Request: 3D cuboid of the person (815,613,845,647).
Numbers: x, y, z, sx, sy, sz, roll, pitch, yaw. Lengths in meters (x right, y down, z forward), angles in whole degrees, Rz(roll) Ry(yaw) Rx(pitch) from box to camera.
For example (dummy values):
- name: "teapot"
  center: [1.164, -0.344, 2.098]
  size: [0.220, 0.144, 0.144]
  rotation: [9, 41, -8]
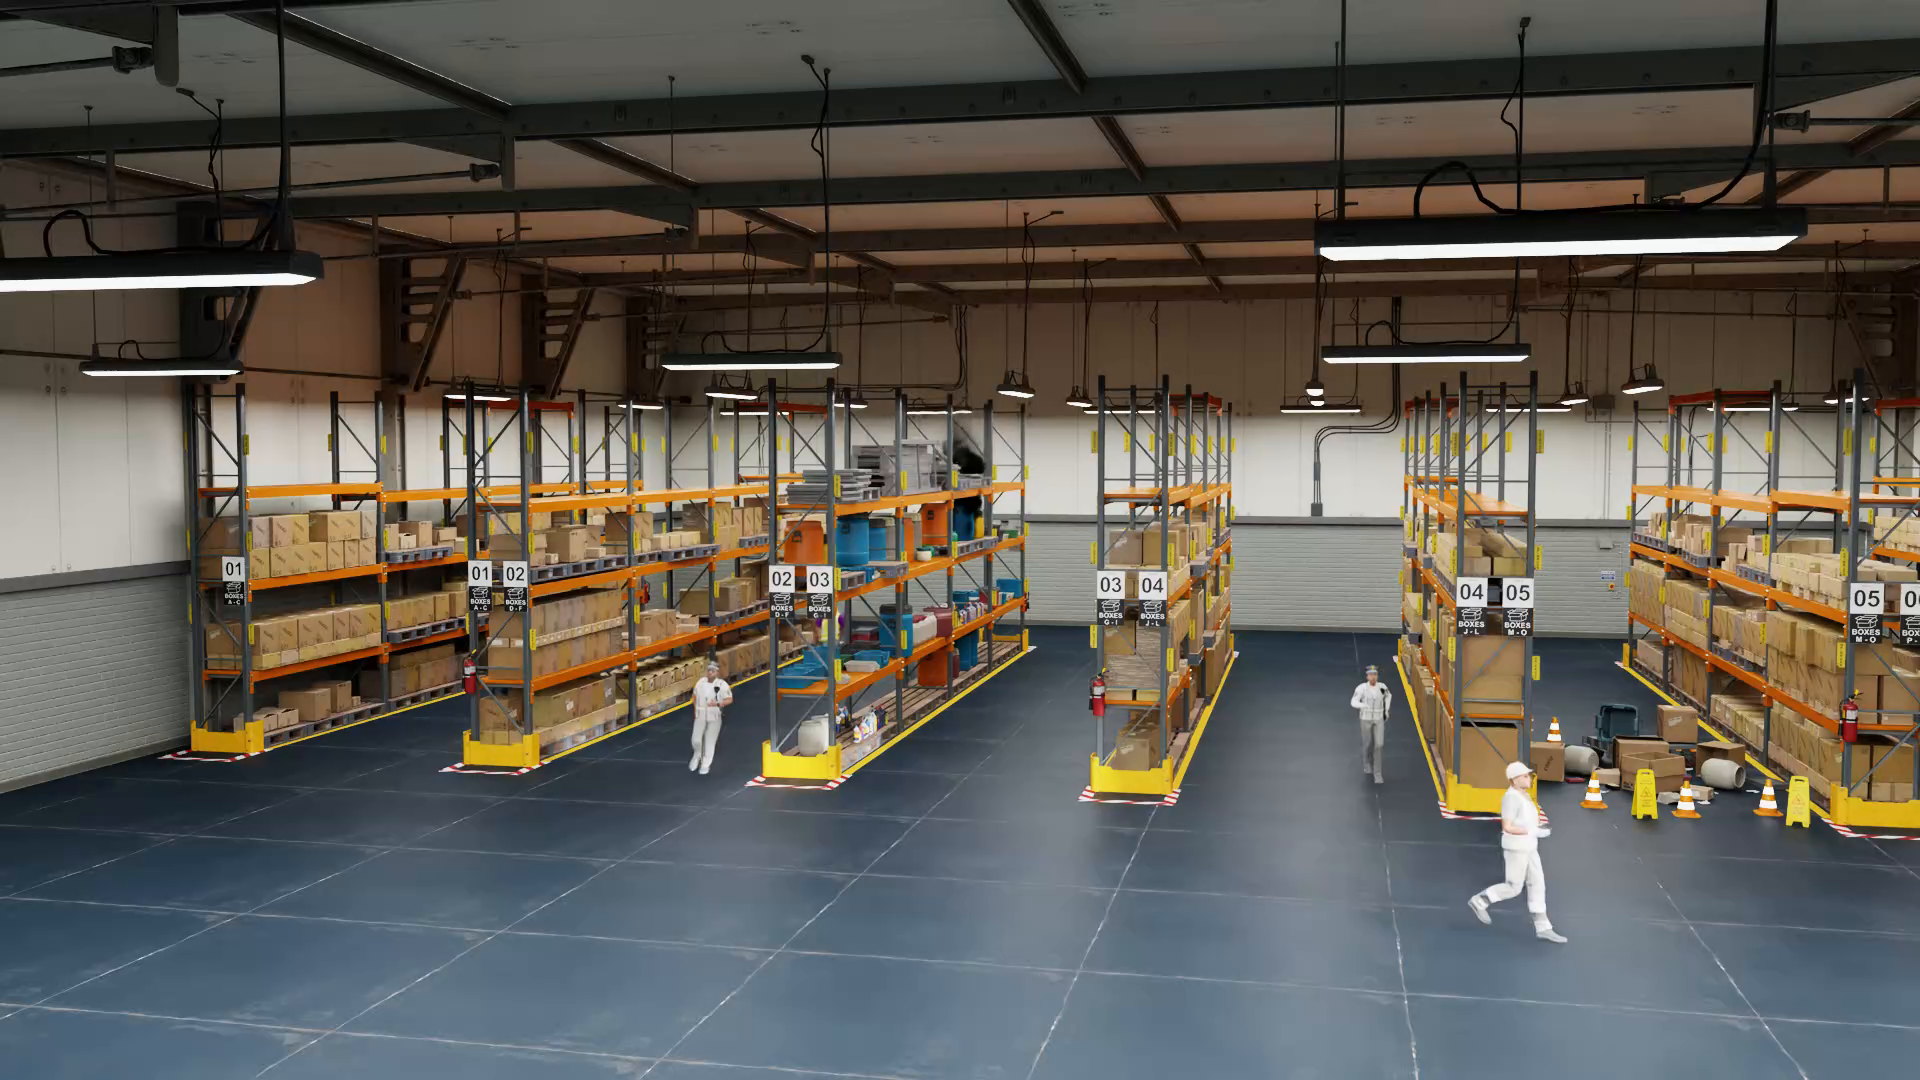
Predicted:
- name: "person"
  center: [-2.742, 2.127, 35.316]
  size: [0.702, 1.721, 0.589]
  rotation: [0, 3, -1]

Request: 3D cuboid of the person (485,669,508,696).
- name: "person"
  center: [-8.323, 2.474, 29.984]
  size: [0.516, 1.632, 0.759]
  rotation: [0, 3, 7]

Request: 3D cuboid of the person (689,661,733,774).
- name: "person"
  center: [-3.814, 2.705, 25.333]
  size: [0.681, 1.734, 0.565]
  rotation: [0, 3, 5]

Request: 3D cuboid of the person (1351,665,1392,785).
- name: "person"
  center: [6.150, 2.719, 24.858]
  size: [0.605, 1.727, 0.856]
  rotation: [1, 3, 11]

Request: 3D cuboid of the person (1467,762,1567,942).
- name: "person"
  center: [5.644, 3.128, 16.801]
  size: [0.985, 1.776, 0.654]
  rotation: [3, 4, 37]
